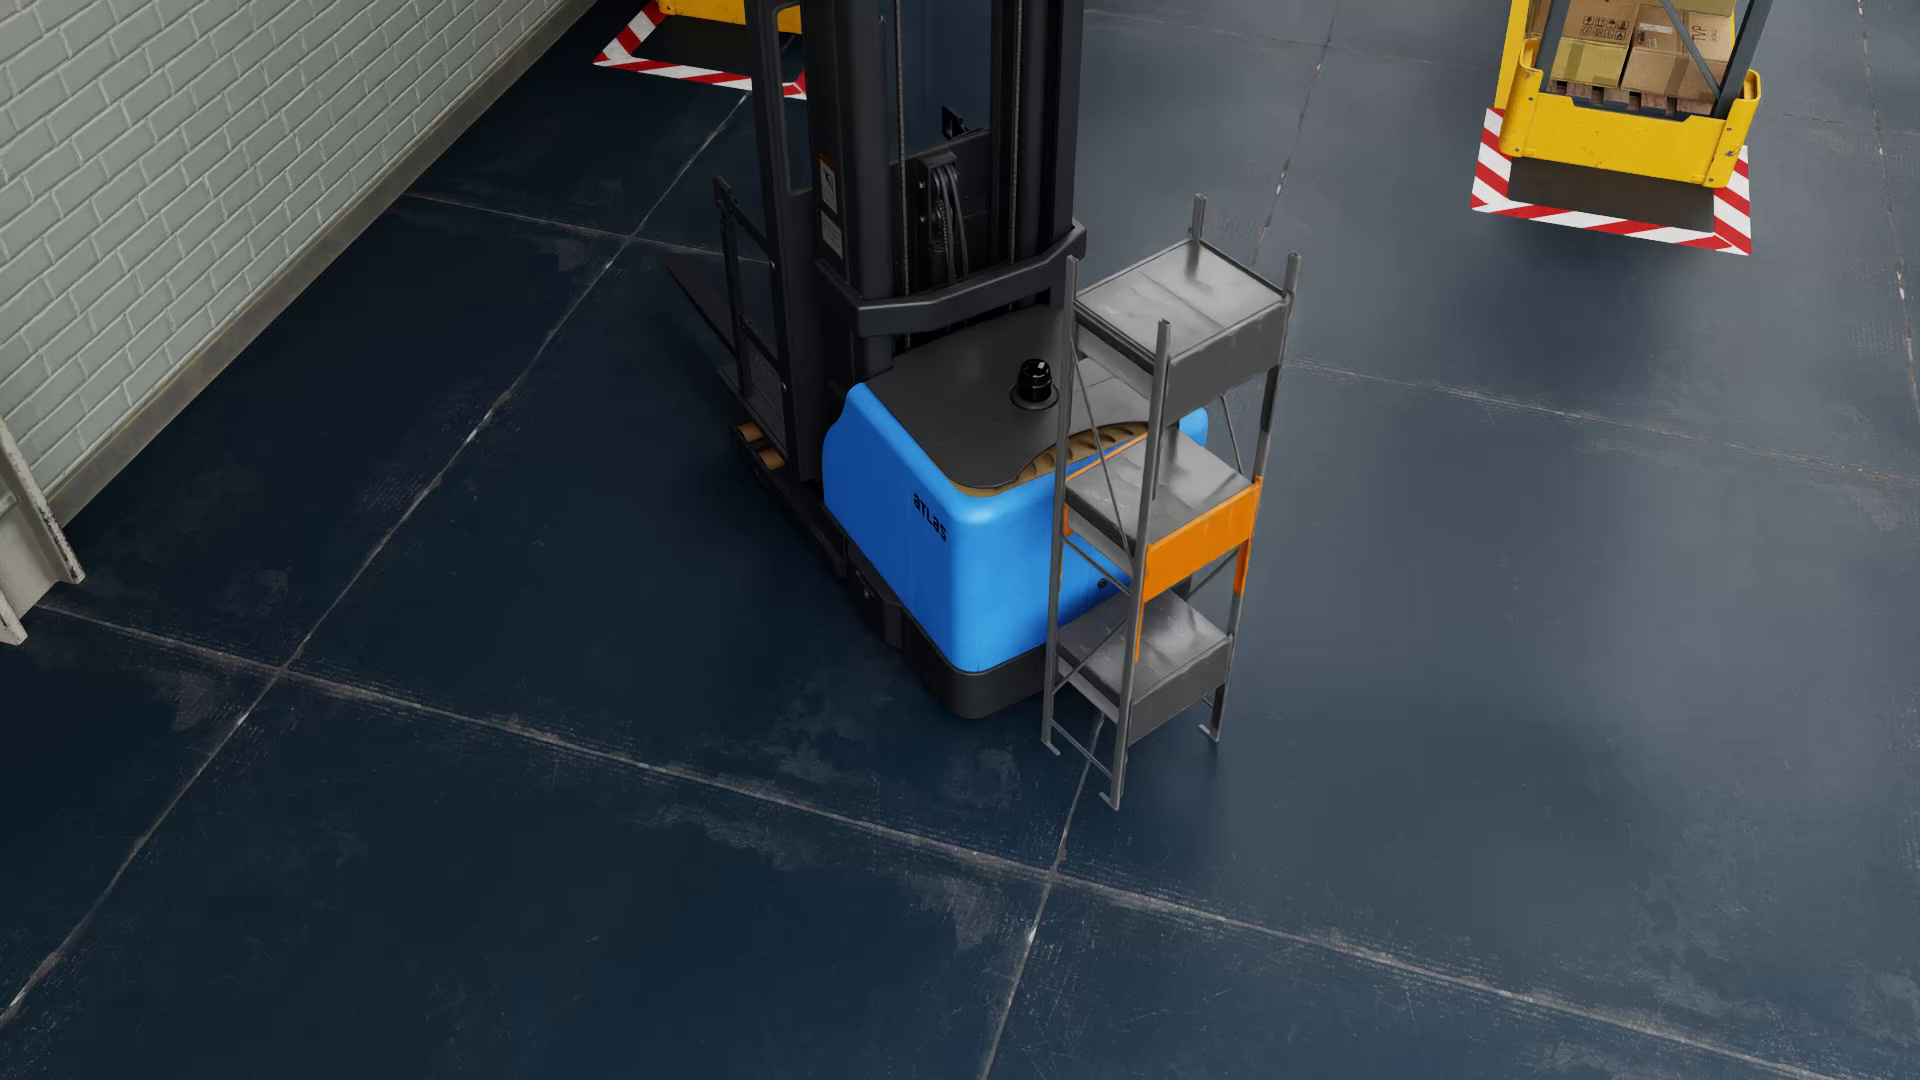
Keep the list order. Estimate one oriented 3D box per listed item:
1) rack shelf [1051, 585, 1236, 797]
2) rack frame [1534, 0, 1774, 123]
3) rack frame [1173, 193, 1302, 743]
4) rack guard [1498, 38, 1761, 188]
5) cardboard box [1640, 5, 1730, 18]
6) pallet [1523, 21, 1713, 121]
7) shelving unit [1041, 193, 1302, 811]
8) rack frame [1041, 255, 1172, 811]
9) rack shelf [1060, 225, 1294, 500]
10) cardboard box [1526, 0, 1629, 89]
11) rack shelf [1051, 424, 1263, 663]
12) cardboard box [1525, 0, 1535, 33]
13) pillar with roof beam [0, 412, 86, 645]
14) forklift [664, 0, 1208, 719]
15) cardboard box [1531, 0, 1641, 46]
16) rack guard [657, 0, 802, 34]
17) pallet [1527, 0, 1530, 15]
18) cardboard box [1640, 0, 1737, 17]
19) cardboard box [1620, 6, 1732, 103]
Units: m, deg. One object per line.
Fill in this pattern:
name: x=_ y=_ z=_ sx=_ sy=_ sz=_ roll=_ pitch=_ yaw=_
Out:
rack shelf: x=0.613 y=0.485 z=5.773 sx=0.480 sy=0.518 sz=0.431 roll=-29 pitch=51 yaw=-26
rack frame: x=3.475 y=-3.137 z=7.811 sx=1.000 sy=3.000 sz=0.127 roll=13 pitch=46 yaw=13
rack frame: x=0.803 y=-0.131 z=5.382 sx=0.015 sy=2.100 sz=0.400 roll=-29 pitch=51 yaw=-26
rack guard: x=3.468 y=-2.228 z=8.669 sx=1.175 sy=0.500 sz=0.348 roll=13 pitch=46 yaw=13
cardboard box: x=3.997 y=-2.949 z=9.285 sx=0.500 sy=0.250 sz=0.500 roll=13 pitch=46 yaw=13
pallet: x=3.667 y=-2.659 z=9.317 sx=1.003 sy=0.211 sz=1.213 roll=13 pitch=46 yaw=13
shelving unit: x=0.612 y=-0.024 z=5.273 sx=0.503 sy=2.100 sz=0.431 roll=-29 pitch=51 yaw=-26
rack frame: x=0.422 y=0.082 z=5.164 sx=0.015 sy=2.100 sz=0.400 roll=-29 pitch=51 yaw=-26
rack shelf: x=0.612 y=-0.514 z=4.793 sx=0.480 sy=0.518 sz=0.431 roll=-29 pitch=51 yaw=-26
cardboard box: x=3.356 y=-2.725 z=9.056 sx=0.500 sy=0.250 sz=0.500 roll=13 pitch=46 yaw=13
rack shelf: x=0.612 y=-0.015 z=5.283 sx=0.480 sy=0.518 sz=0.431 roll=-29 pitch=51 yaw=-26
cardboard box: x=3.496 y=-3.061 z=9.399 sx=0.500 sy=0.250 sz=0.500 roll=13 pitch=46 yaw=13
pillar with roof beam: x=0.426 y=-2.067 z=2.428 sx=9.100 sy=9.000 sz=0.400 roll=13 pitch=46 yaw=13
forklift: x=-0.320 y=-1.421 z=6.107 sx=1.130 sy=2.935 sz=3.031 roll=-23 pitch=49 yaw=-22
cardboard box: x=3.354 y=-2.993 z=8.794 sx=0.500 sy=0.500 sz=0.500 roll=13 pitch=46 yaw=13
rack guard: x=-1.224 y=-3.341 z=9.807 sx=1.175 sy=0.500 sz=0.348 roll=13 pitch=46 yaw=13
pallet: x=4.038 y=-3.470 z=10.145 sx=1.003 sy=0.211 sz=1.213 roll=13 pitch=46 yaw=13
cardboard box: x=3.999 y=-3.217 z=9.022 sx=0.500 sy=0.500 sz=0.500 roll=13 pitch=46 yaw=13
cardboard box: x=3.849 y=-2.615 z=8.943 sx=0.500 sy=0.250 sz=0.500 roll=13 pitch=46 yaw=13
